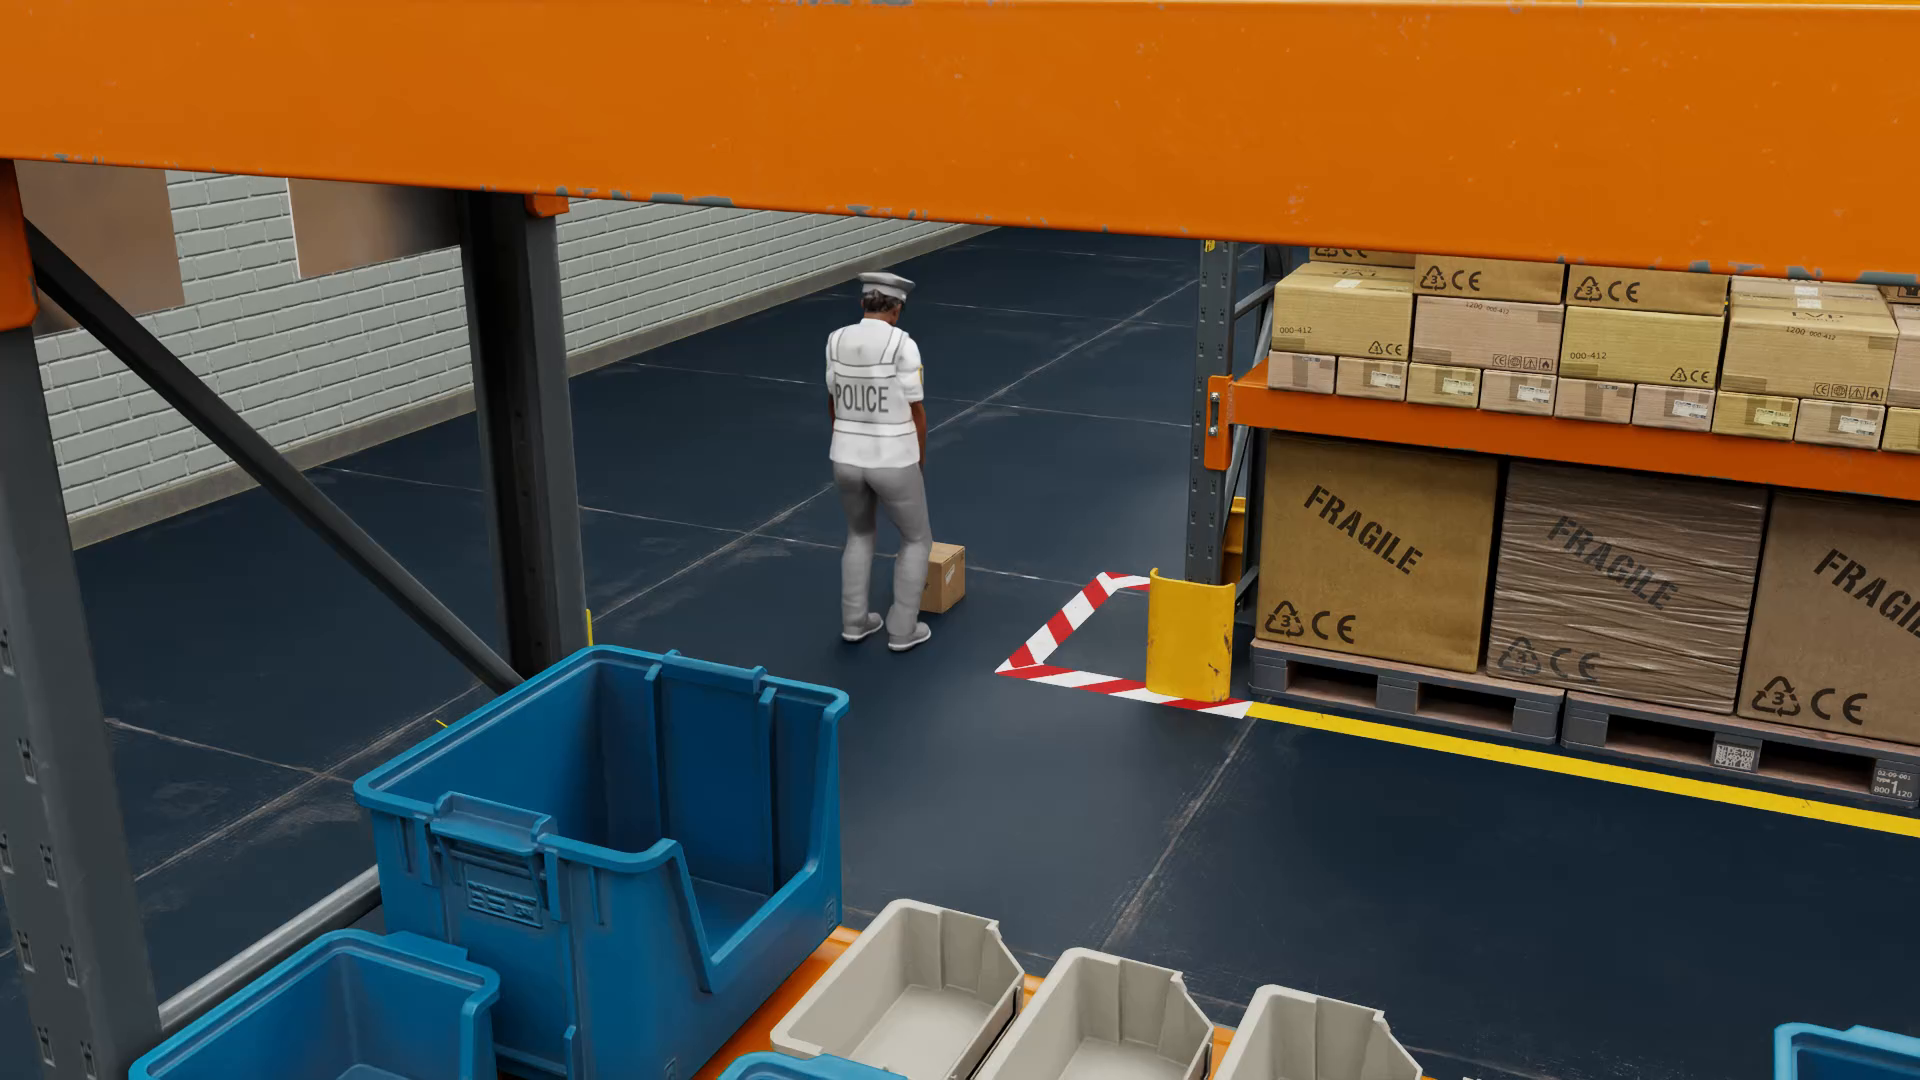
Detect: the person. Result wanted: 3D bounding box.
[{"bbox_3d":[-0.353,-0.330,7.111,0.461,1.615,0.460,9,21,24],"label":"person"}]
